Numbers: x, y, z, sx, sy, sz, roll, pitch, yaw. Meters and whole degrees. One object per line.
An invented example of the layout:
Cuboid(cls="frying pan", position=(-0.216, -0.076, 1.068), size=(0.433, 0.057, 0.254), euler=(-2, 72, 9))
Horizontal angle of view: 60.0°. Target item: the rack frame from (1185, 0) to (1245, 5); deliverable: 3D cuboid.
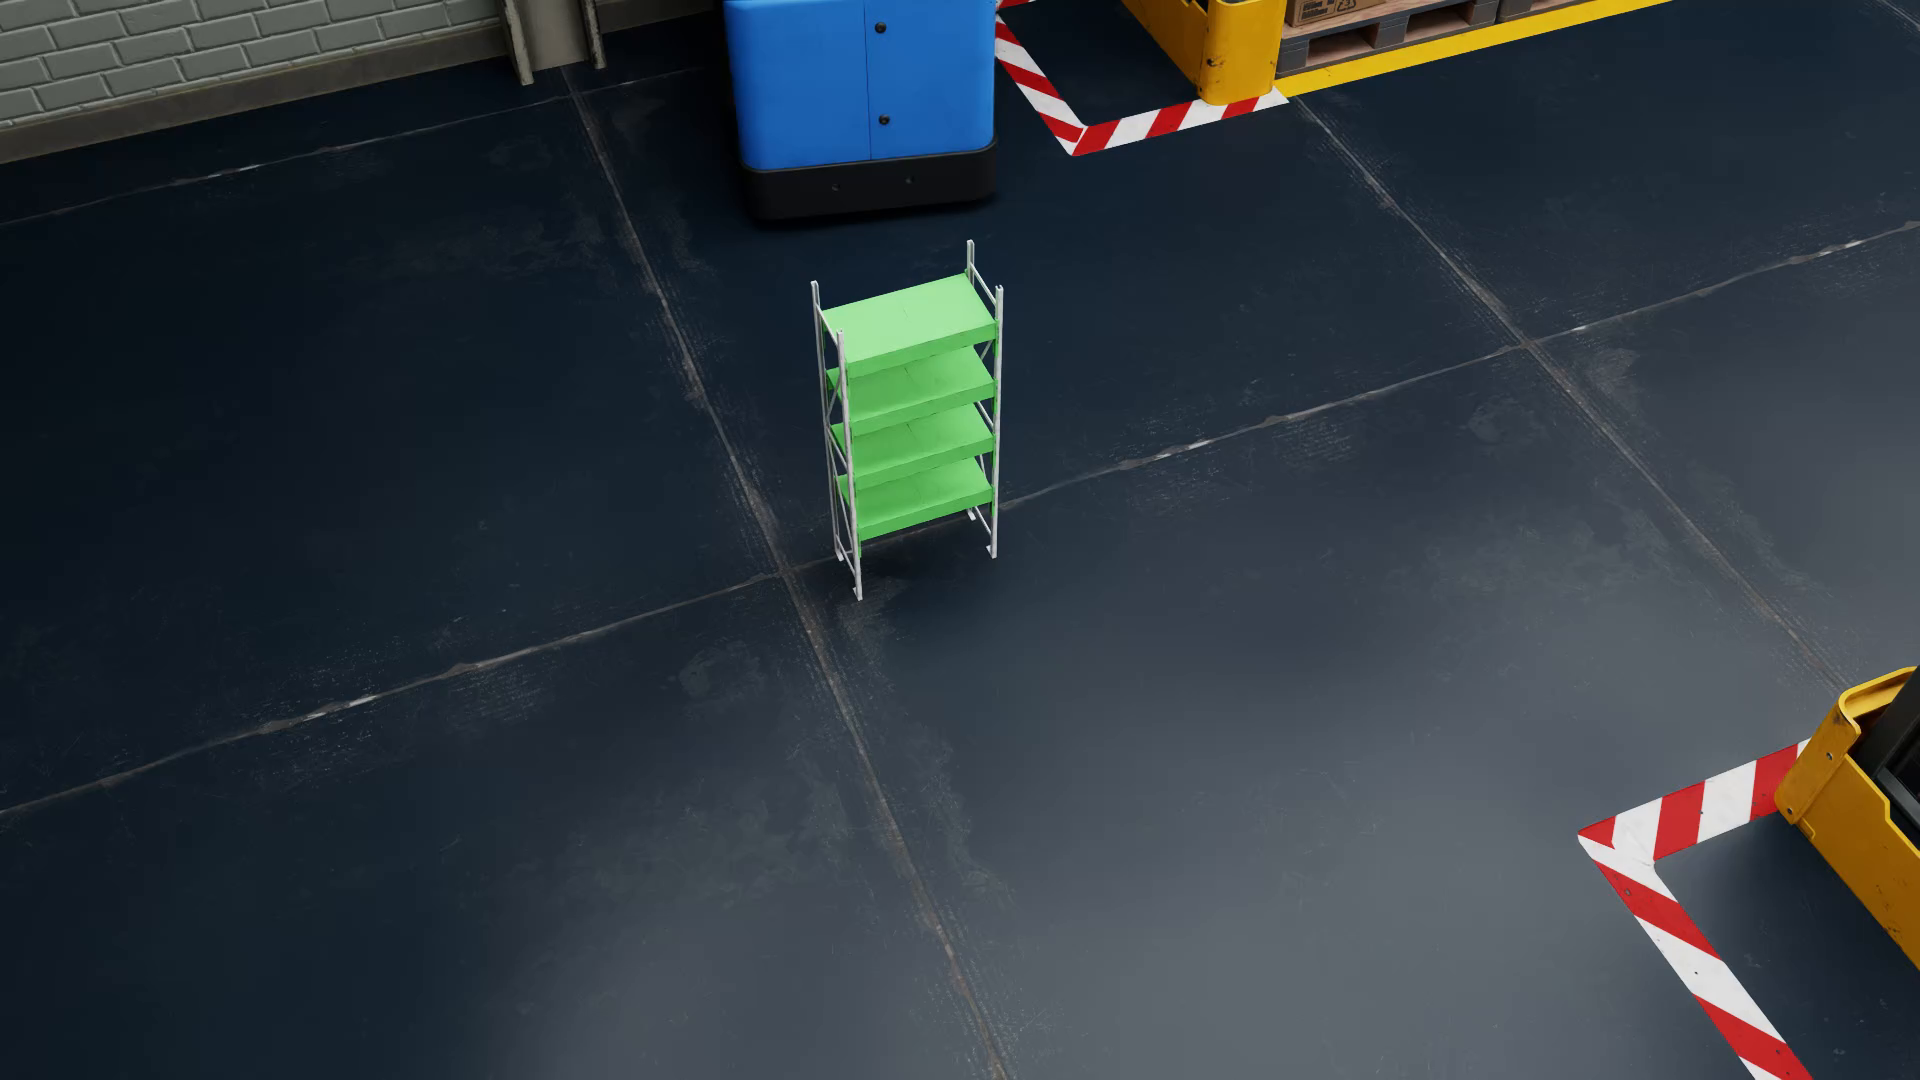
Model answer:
Cuboid(cls="rack frame", position=(0.981, -3.335, 6.637), size=(0.127, 3.000, 1.000), euler=(-17, 52, -14))

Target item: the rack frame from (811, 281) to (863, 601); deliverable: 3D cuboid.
Cuboid(cls="rack frame", position=(-0.379, -0.273, 5.194), size=(0.015, 1.200, 0.240), euler=(-17, 52, -14))

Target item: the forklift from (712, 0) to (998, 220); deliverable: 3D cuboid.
Cuboid(cls="forklift", position=(-0.588, -3.395, 6.734), size=(1.130, 2.935, 3.031), euler=(-7, 50, -6))

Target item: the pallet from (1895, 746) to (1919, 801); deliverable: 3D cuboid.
Cuboid(cls="pallet", position=(3.572, 0.774, 4.946), size=(1.213, 0.211, 1.003), euler=(-17, 52, -14))

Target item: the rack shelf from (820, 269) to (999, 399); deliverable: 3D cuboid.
Cuboid(cls="rack shelf", position=(-0.153, -0.614, 4.938), size=(0.480, 0.148, 0.258), euler=(-17, 52, -14))

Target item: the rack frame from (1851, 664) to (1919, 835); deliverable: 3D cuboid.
Cuboid(cls="rack frame", position=(2.861, 0.150, 3.644), size=(0.127, 3.000, 1.000), euler=(-17, 52, -14))

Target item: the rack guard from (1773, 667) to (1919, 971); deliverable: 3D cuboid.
Cuboid(cls="rack guard", position=(2.839, 0.971, 4.586), size=(0.348, 0.500, 1.175), euler=(-17, 52, -14))

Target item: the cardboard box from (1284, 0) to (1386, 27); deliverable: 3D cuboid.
Cuboid(cls="cardboard box", position=(1.583, -2.768, 7.518), size=(0.637, 0.503, 0.797), euler=(-19, 52, -16))

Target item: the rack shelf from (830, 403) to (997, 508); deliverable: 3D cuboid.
Cuboid(cls="rack shelf", position=(-0.153, -0.302, 5.302), size=(0.480, 0.148, 0.258), euler=(-17, 52, -14))

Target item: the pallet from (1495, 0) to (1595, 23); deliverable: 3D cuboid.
Cuboid(cls="pallet", position=(2.917, -3.025, 8.209), size=(1.213, 0.211, 1.003), euler=(-17, 52, -14))

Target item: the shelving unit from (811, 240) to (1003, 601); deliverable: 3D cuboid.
Cuboid(cls="shelving unit", position=(-0.153, -0.343, 5.254), size=(0.503, 1.200, 0.258), euler=(-17, 52, -14))

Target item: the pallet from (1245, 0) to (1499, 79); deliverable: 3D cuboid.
Cuboid(cls="pallet", position=(1.789, -2.678, 7.911), size=(1.213, 0.211, 1.003), euler=(-17, 52, -14))

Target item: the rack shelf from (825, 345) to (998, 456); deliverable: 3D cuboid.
Cuboid(cls="rack shelf", position=(-0.153, -0.458, 5.120), size=(0.480, 0.148, 0.258), euler=(-17, 52, -14))

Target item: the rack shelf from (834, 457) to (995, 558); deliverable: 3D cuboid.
Cuboid(cls="rack shelf", position=(-0.153, -0.145, 5.485), size=(0.480, 0.148, 0.258), euler=(-17, 52, -14))

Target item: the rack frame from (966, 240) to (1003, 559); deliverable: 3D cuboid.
Cuboid(cls="rack frame", position=(0.073, -0.413, 5.314), size=(0.015, 1.200, 0.240), euler=(-17, 52, -14))

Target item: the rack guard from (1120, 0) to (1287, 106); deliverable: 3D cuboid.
Cuboid(cls="rack guard", position=(1.052, -2.543, 7.604), size=(0.348, 0.500, 1.175), euler=(-17, 52, -14))

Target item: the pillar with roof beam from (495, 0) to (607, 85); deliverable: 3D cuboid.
Cuboid(cls="pillar with roof beam", position=(-0.228, -2.126, 1.644), size=(0.400, 9.000, 9.100), euler=(-17, 52, -14))
